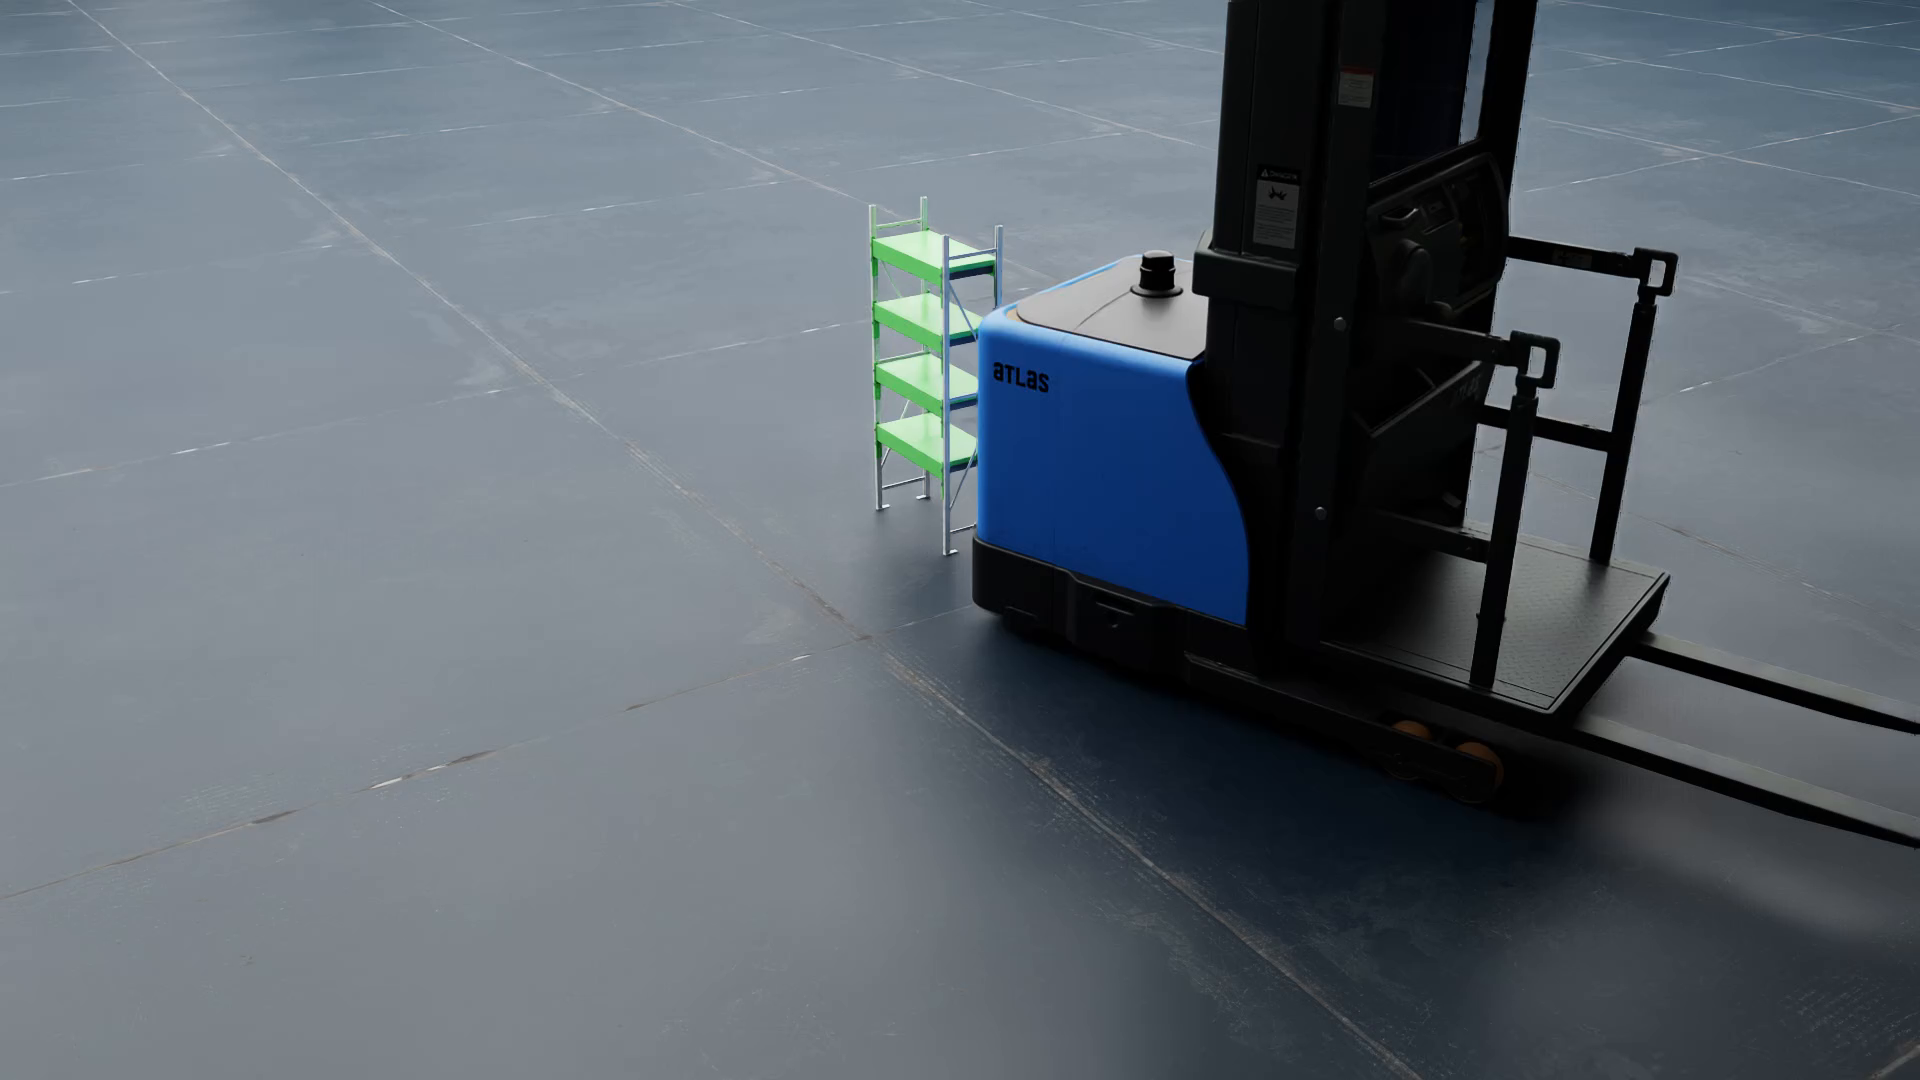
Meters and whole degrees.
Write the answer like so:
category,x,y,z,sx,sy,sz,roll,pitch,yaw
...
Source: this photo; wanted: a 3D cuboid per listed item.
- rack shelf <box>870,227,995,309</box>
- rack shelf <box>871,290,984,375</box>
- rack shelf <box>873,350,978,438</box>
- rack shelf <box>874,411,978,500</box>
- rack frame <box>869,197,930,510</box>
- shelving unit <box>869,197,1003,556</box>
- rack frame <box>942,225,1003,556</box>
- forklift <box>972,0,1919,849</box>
category,x,y,z,sx,sy,sz,roll,pitch,yaw
rack shelf,-0.090,-0.978,5.942,0.258,0.148,0.480,-16,29,-30
rack shelf,-0.090,-0.761,6.044,0.258,0.148,0.480,-16,29,-30
rack shelf,-0.090,-0.544,6.147,0.258,0.148,0.480,-16,29,-30
rack shelf,-0.090,-0.327,6.249,0.258,0.148,0.480,-16,29,-30
rack frame,-0.224,-0.689,6.304,0.240,1.200,0.015,-16,29,-30
shelving unit,-0.090,-0.602,6.119,0.258,1.200,0.503,-16,29,-30
rack frame,0.043,-0.515,5.934,0.240,1.200,0.015,-16,29,-30
forklift,1.521,-0.842,4.599,3.031,2.935,1.130,18,31,33
